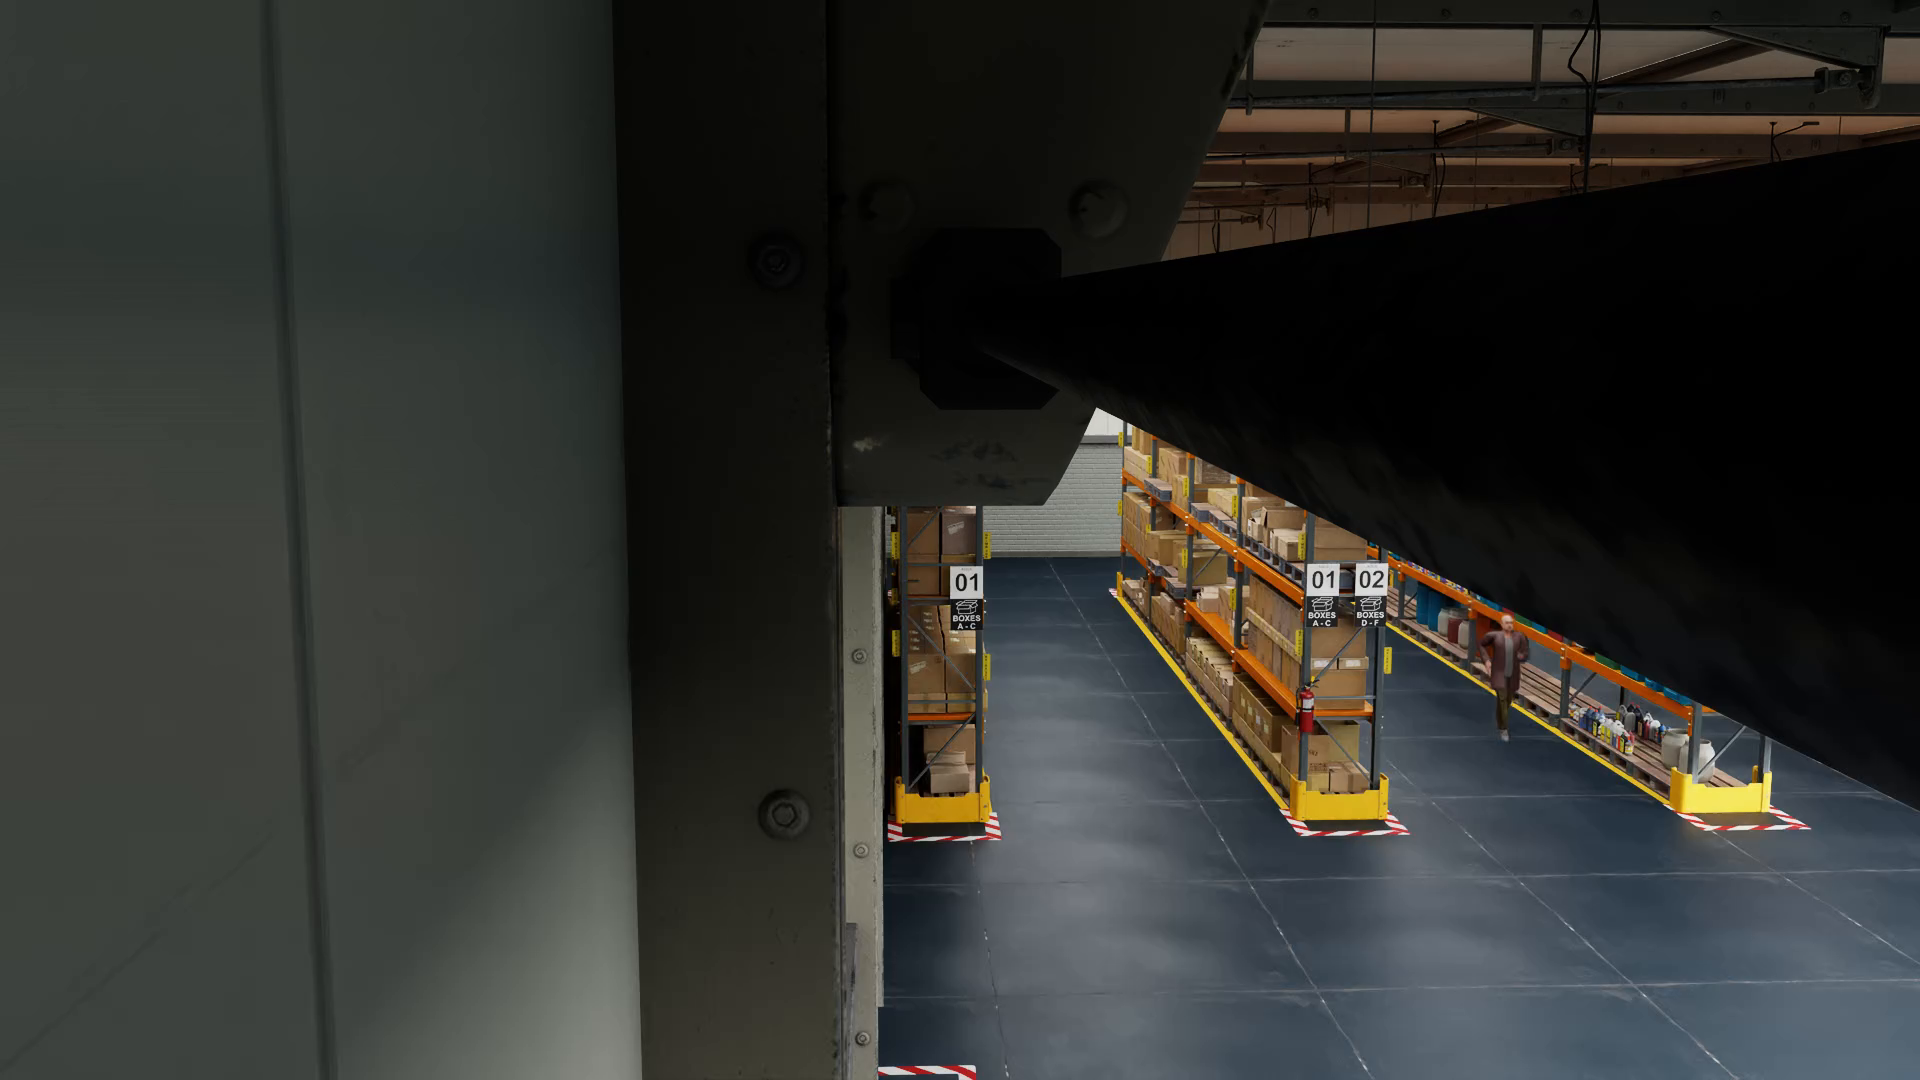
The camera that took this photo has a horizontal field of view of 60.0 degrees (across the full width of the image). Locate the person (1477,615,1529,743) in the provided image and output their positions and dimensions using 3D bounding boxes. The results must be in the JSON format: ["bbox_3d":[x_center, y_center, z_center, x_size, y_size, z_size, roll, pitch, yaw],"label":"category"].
[{"bbox_3d":[8.041,2.002,24.569,0.694,1.822,0.877,0,8,-1],"label":"person"}]
